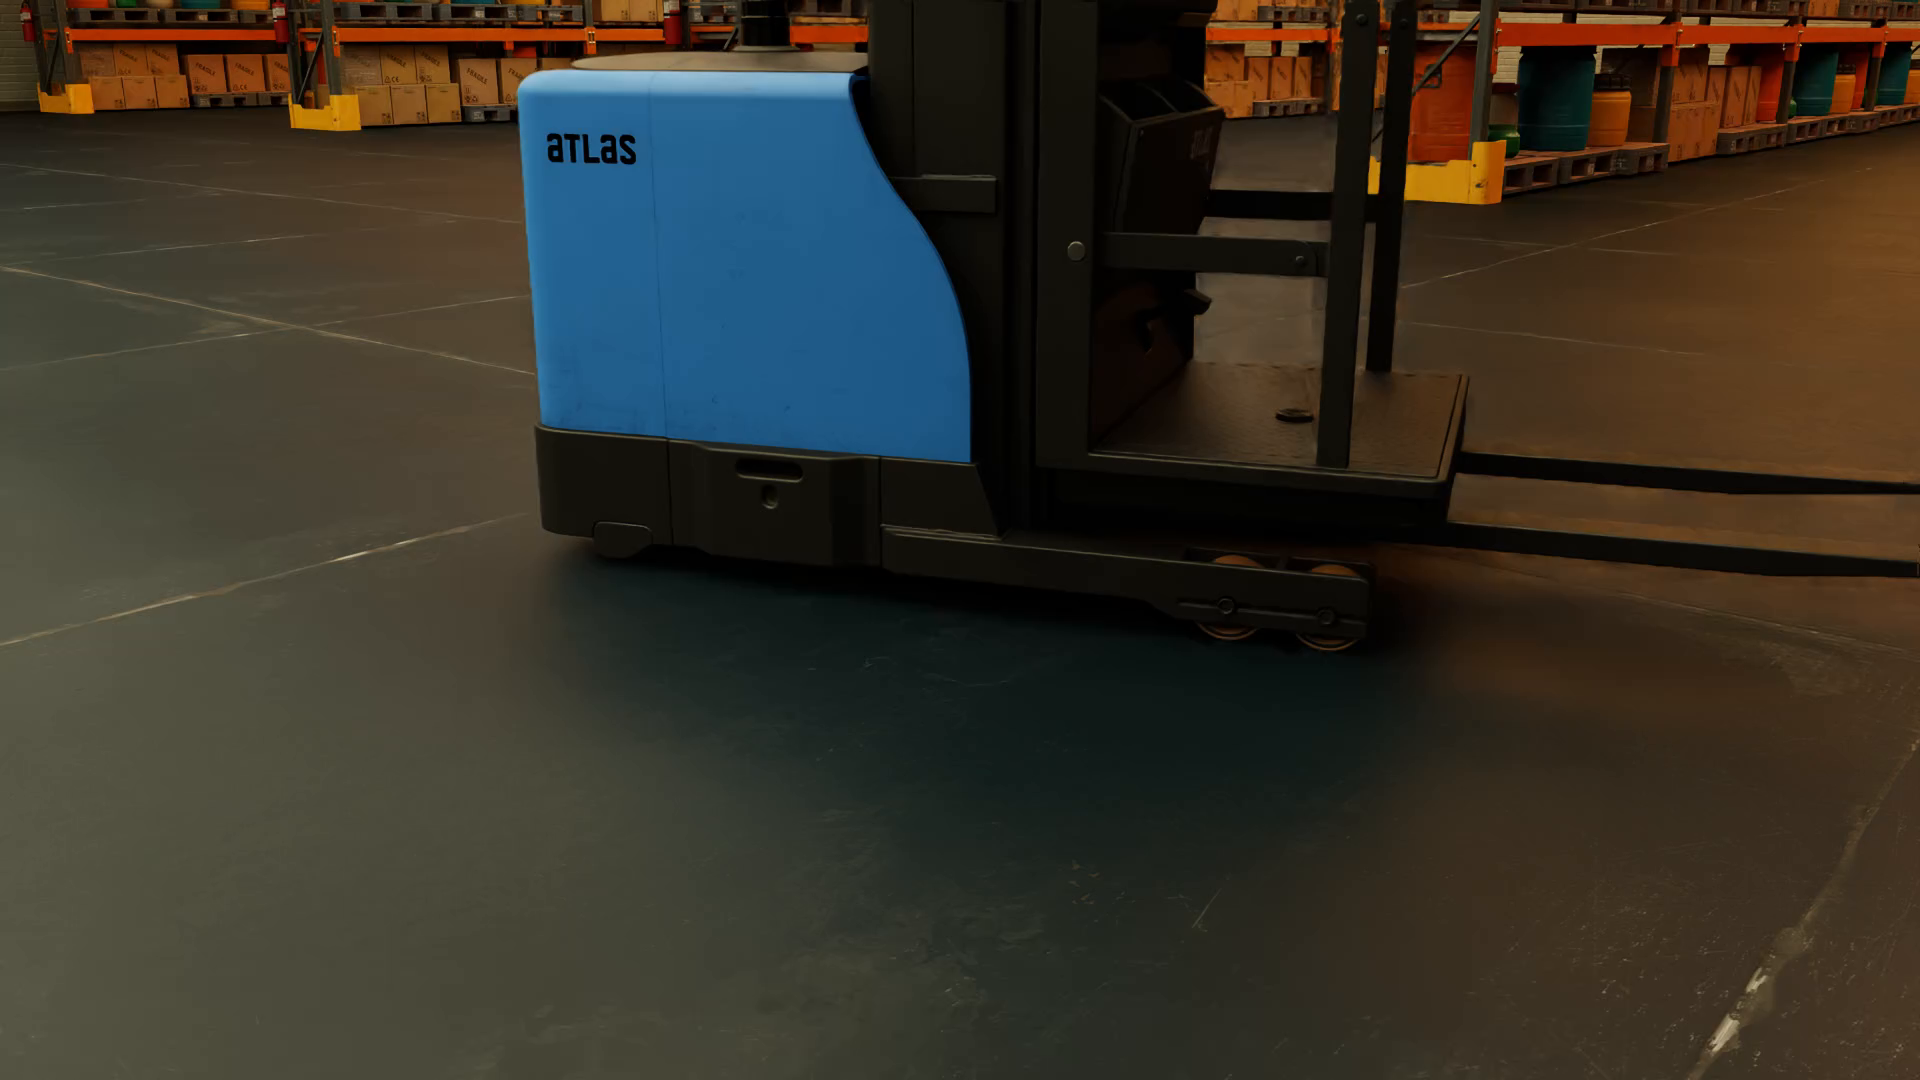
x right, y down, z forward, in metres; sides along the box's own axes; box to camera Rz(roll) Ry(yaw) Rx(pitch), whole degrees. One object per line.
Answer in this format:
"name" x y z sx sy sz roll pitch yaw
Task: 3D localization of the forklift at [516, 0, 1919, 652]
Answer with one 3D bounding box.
"forklift" 0.614 -1.359 3.373 3.031 2.935 1.130 6 18 18
